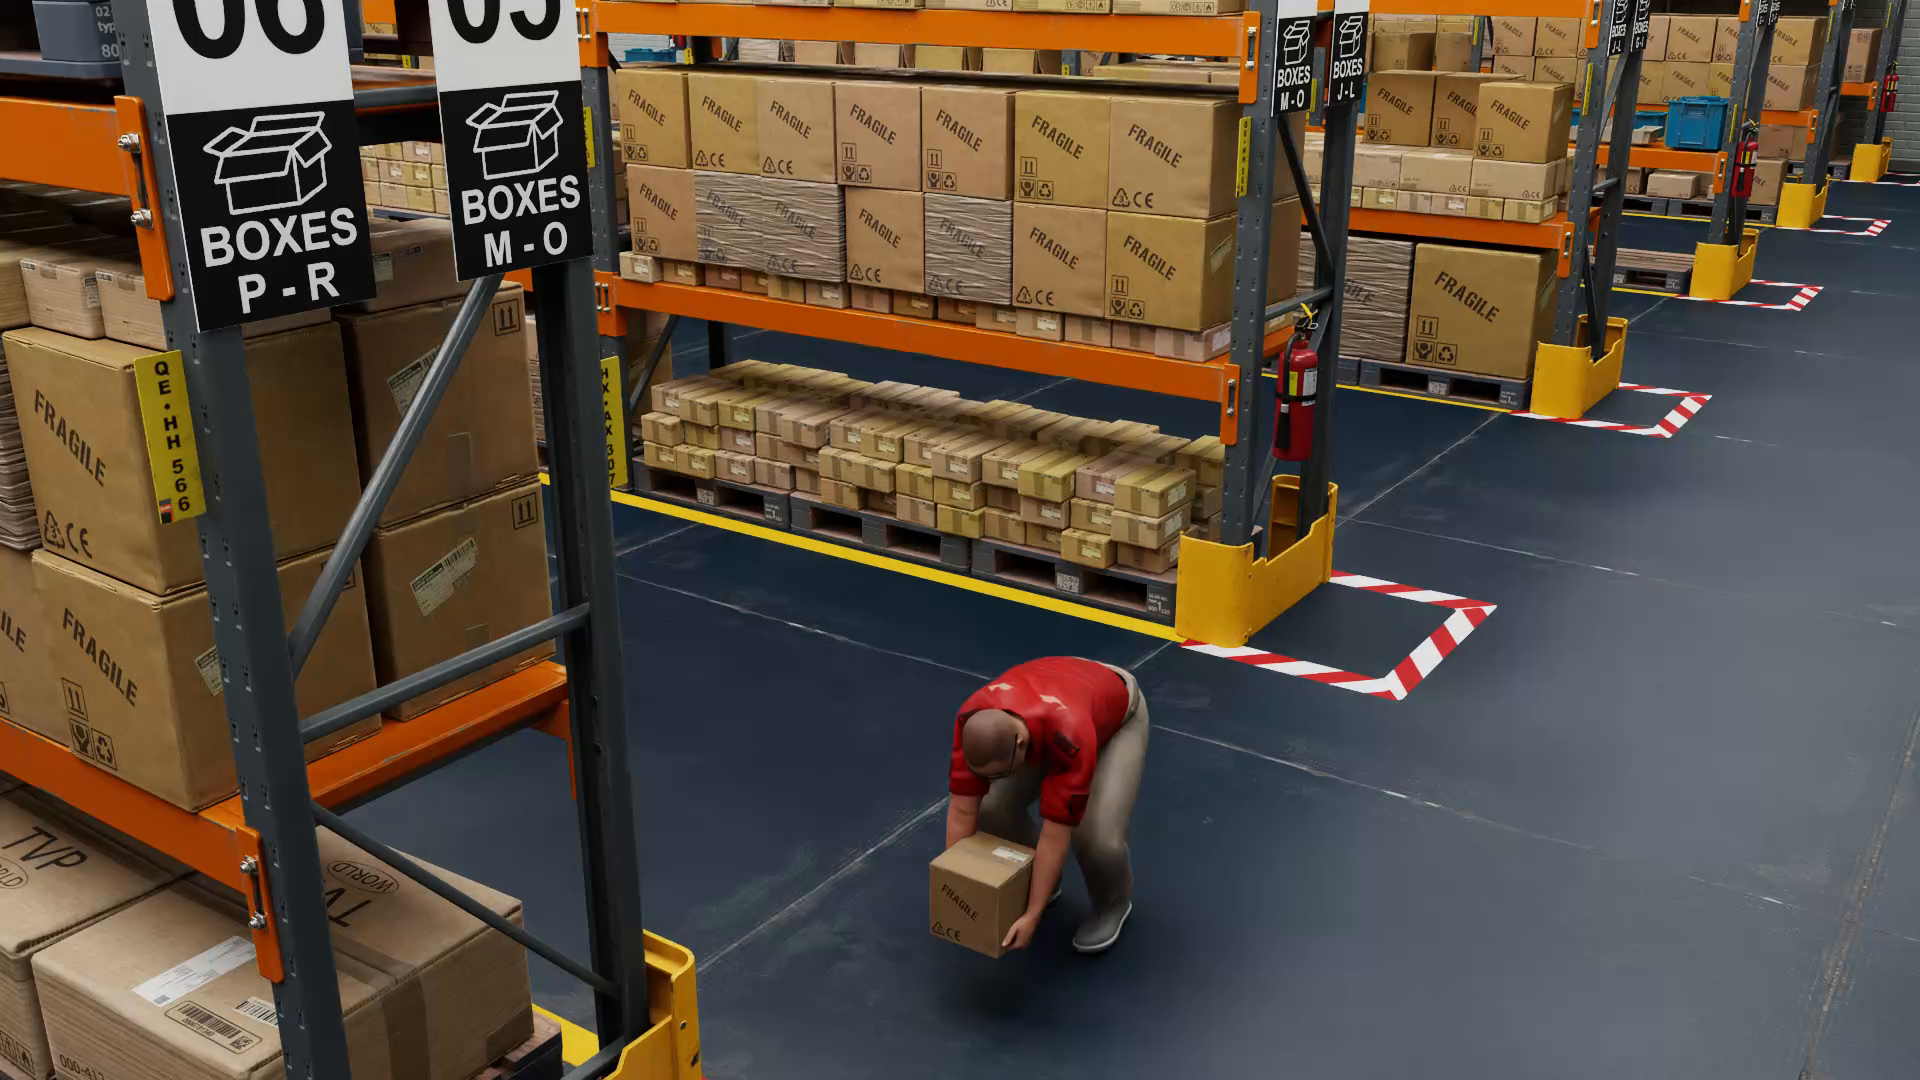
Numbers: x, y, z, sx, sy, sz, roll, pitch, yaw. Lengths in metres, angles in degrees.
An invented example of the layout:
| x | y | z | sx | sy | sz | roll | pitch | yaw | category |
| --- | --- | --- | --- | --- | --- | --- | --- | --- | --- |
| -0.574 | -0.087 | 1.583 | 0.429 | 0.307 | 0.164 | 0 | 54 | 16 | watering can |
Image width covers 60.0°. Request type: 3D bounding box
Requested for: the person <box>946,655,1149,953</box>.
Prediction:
| x | y | z | sx | sy | sz | roll | pitch | yaw | category |
| --- | --- | --- | --- | --- | --- | --- | --- | --- | --- |
| 0.273 | 0.854 | 5.298 | 0.534 | 0.997 | 0.940 | 12 | 23 | 30 | person |
